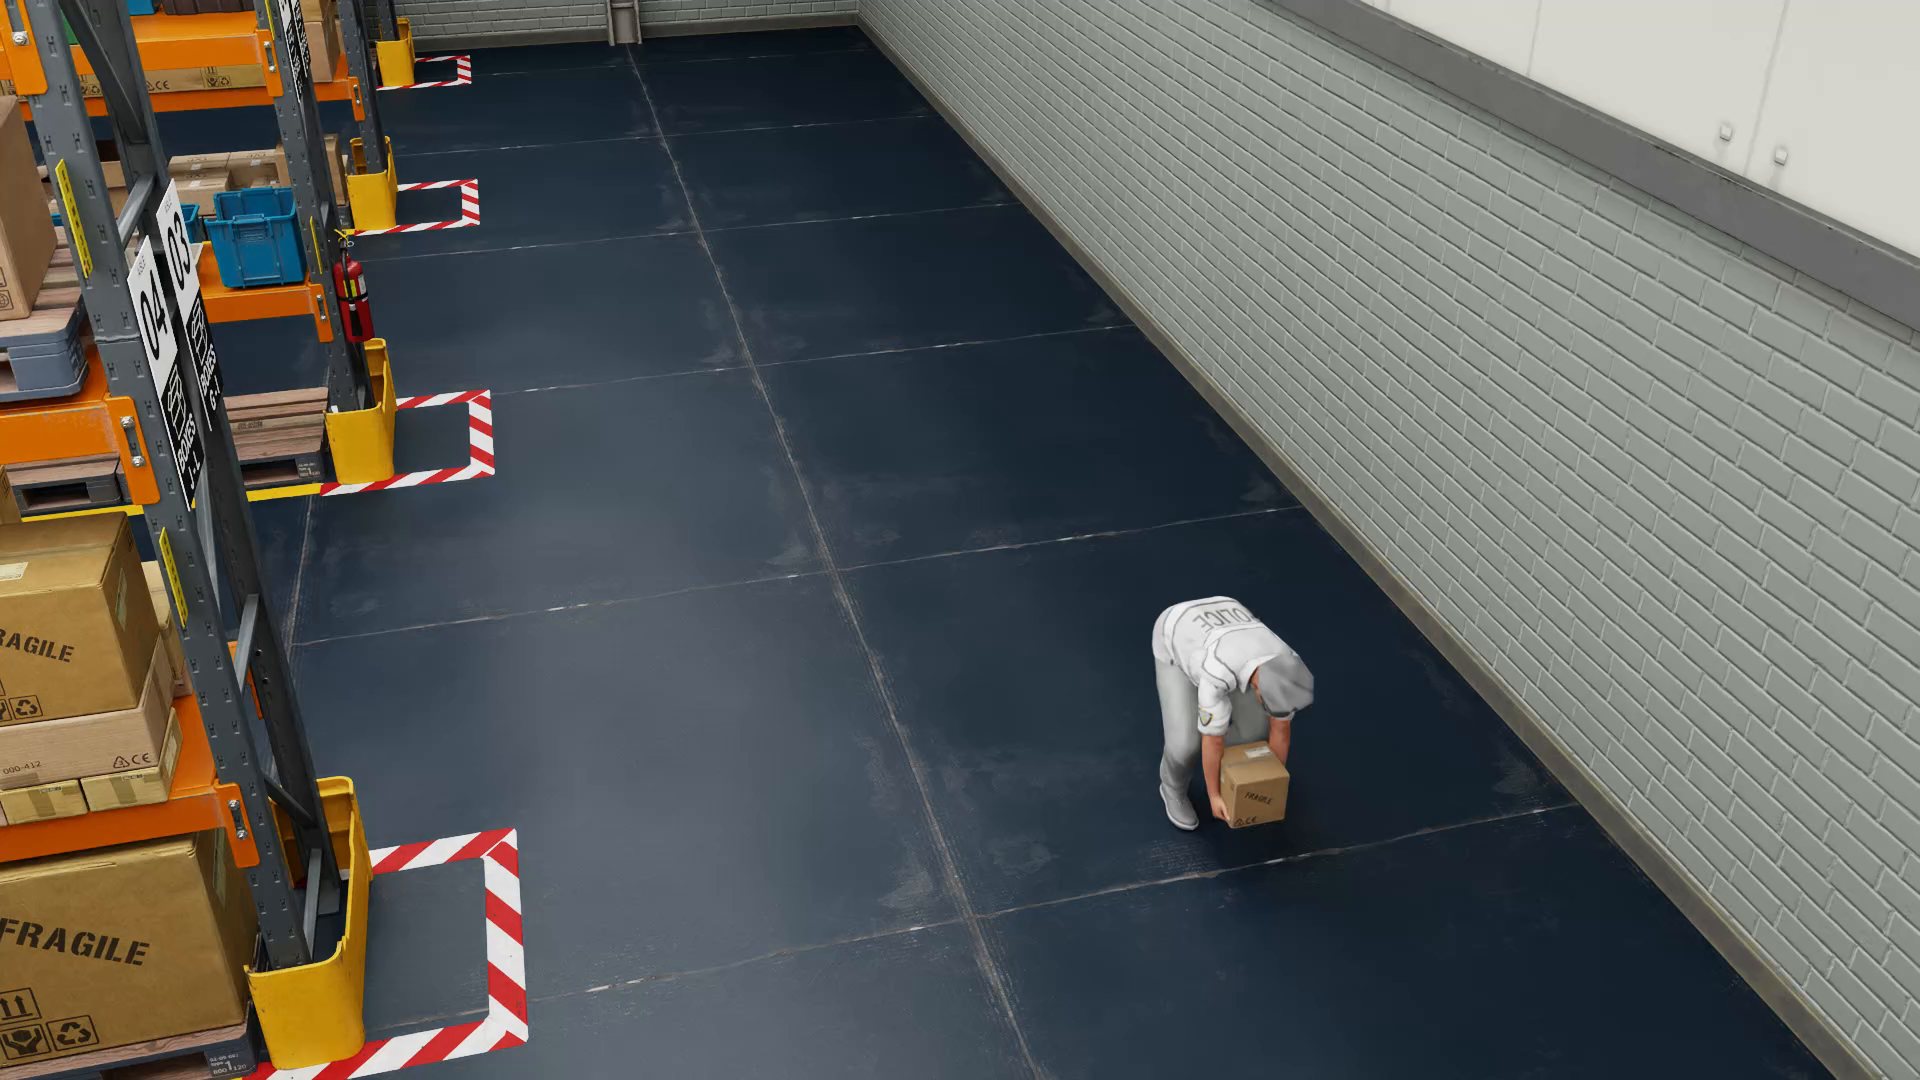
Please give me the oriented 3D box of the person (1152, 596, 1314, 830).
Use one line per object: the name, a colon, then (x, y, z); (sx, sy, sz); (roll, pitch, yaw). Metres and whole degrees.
person: (1.198, 0.821, 7.398); (0.516, 1.171, 1.028); (-9, 31, -16)
